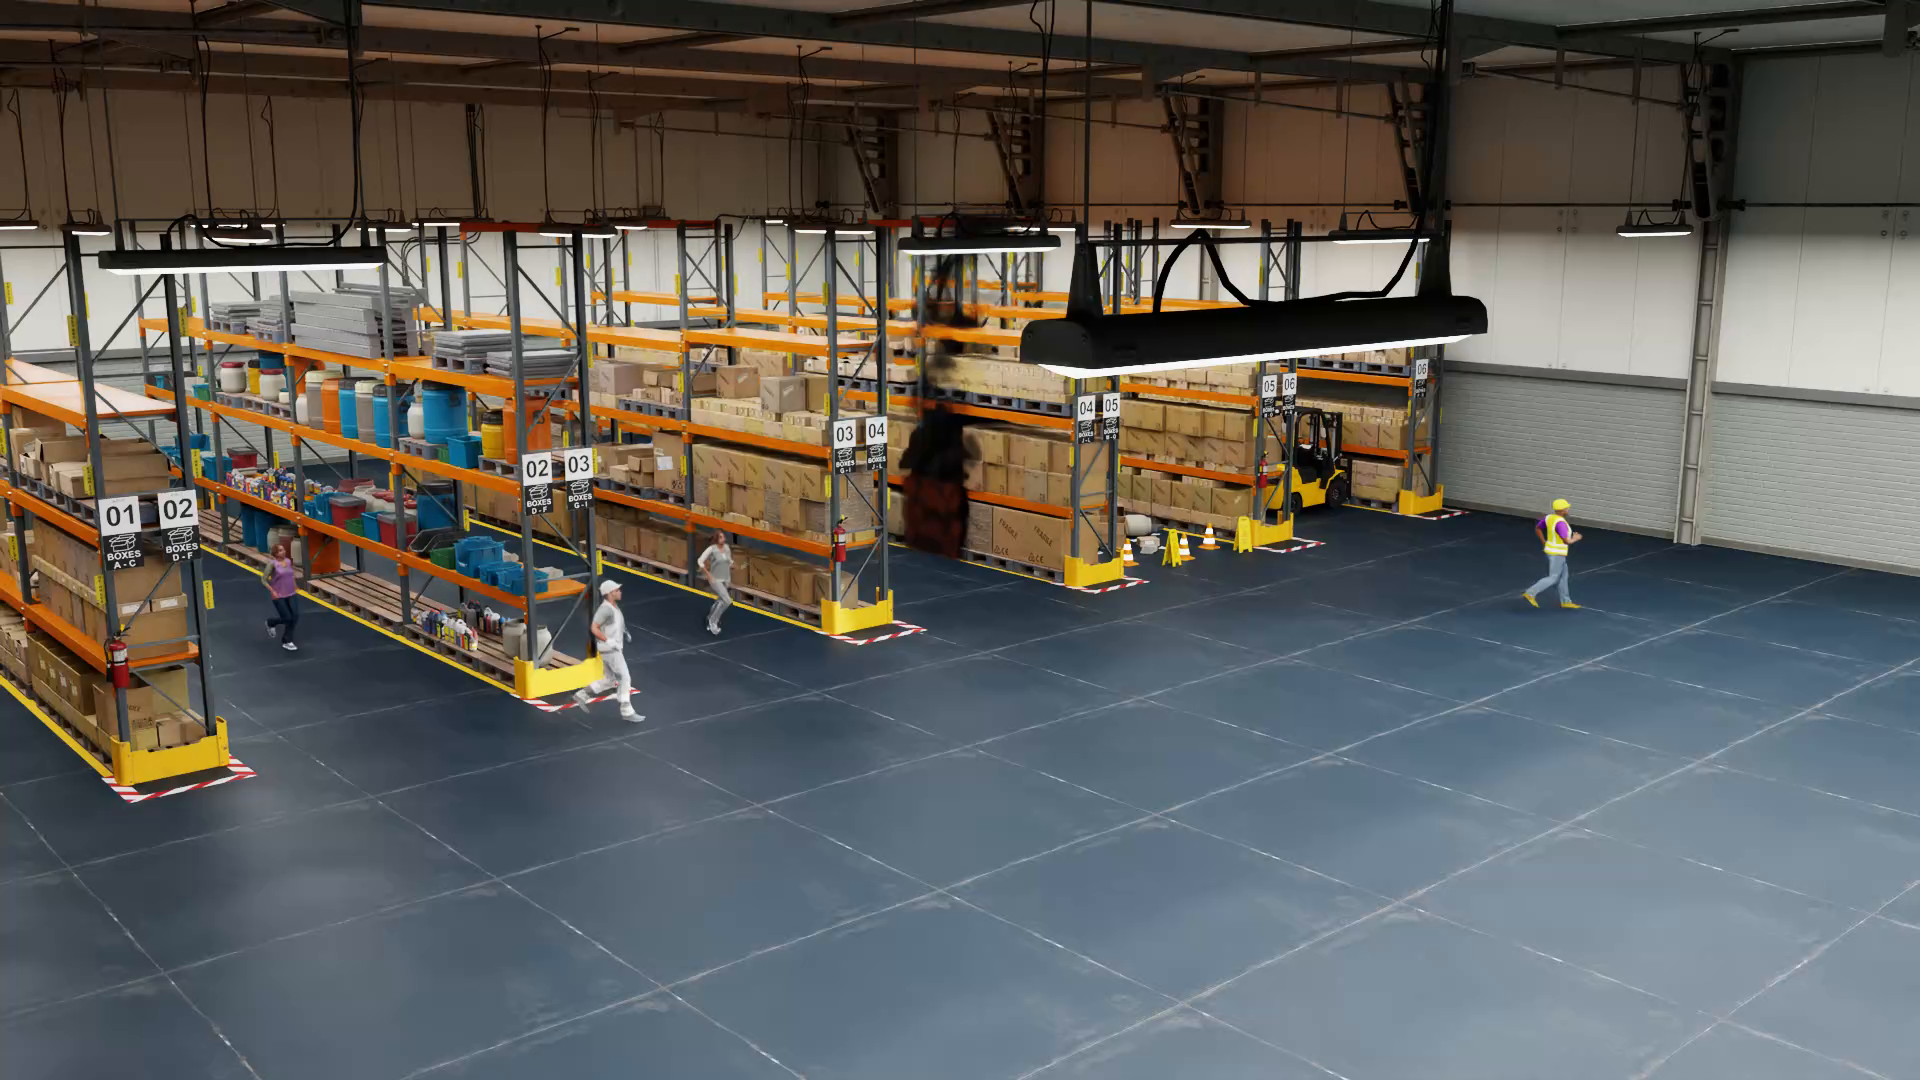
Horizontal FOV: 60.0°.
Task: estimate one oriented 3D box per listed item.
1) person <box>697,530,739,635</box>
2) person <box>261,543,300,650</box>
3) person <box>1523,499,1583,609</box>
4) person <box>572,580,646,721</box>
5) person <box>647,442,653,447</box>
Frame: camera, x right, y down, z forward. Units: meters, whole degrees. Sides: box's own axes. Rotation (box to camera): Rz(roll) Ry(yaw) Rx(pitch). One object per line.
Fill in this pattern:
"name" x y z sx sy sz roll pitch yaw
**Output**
"person" -3.542 0.674 24.751 0.597 1.487 0.512 9 14 37
"person" -9.799 0.805 23.997 0.549 1.554 0.537 7 13 32
"person" 9.362 0.226 26.147 0.949 1.757 0.722 0 11 2
"person" -4.390 1.375 20.689 0.902 1.778 0.696 -1 11 -6
"person" -6.418 -1.513 35.298 0.622 1.611 0.529 -9 15 -38
